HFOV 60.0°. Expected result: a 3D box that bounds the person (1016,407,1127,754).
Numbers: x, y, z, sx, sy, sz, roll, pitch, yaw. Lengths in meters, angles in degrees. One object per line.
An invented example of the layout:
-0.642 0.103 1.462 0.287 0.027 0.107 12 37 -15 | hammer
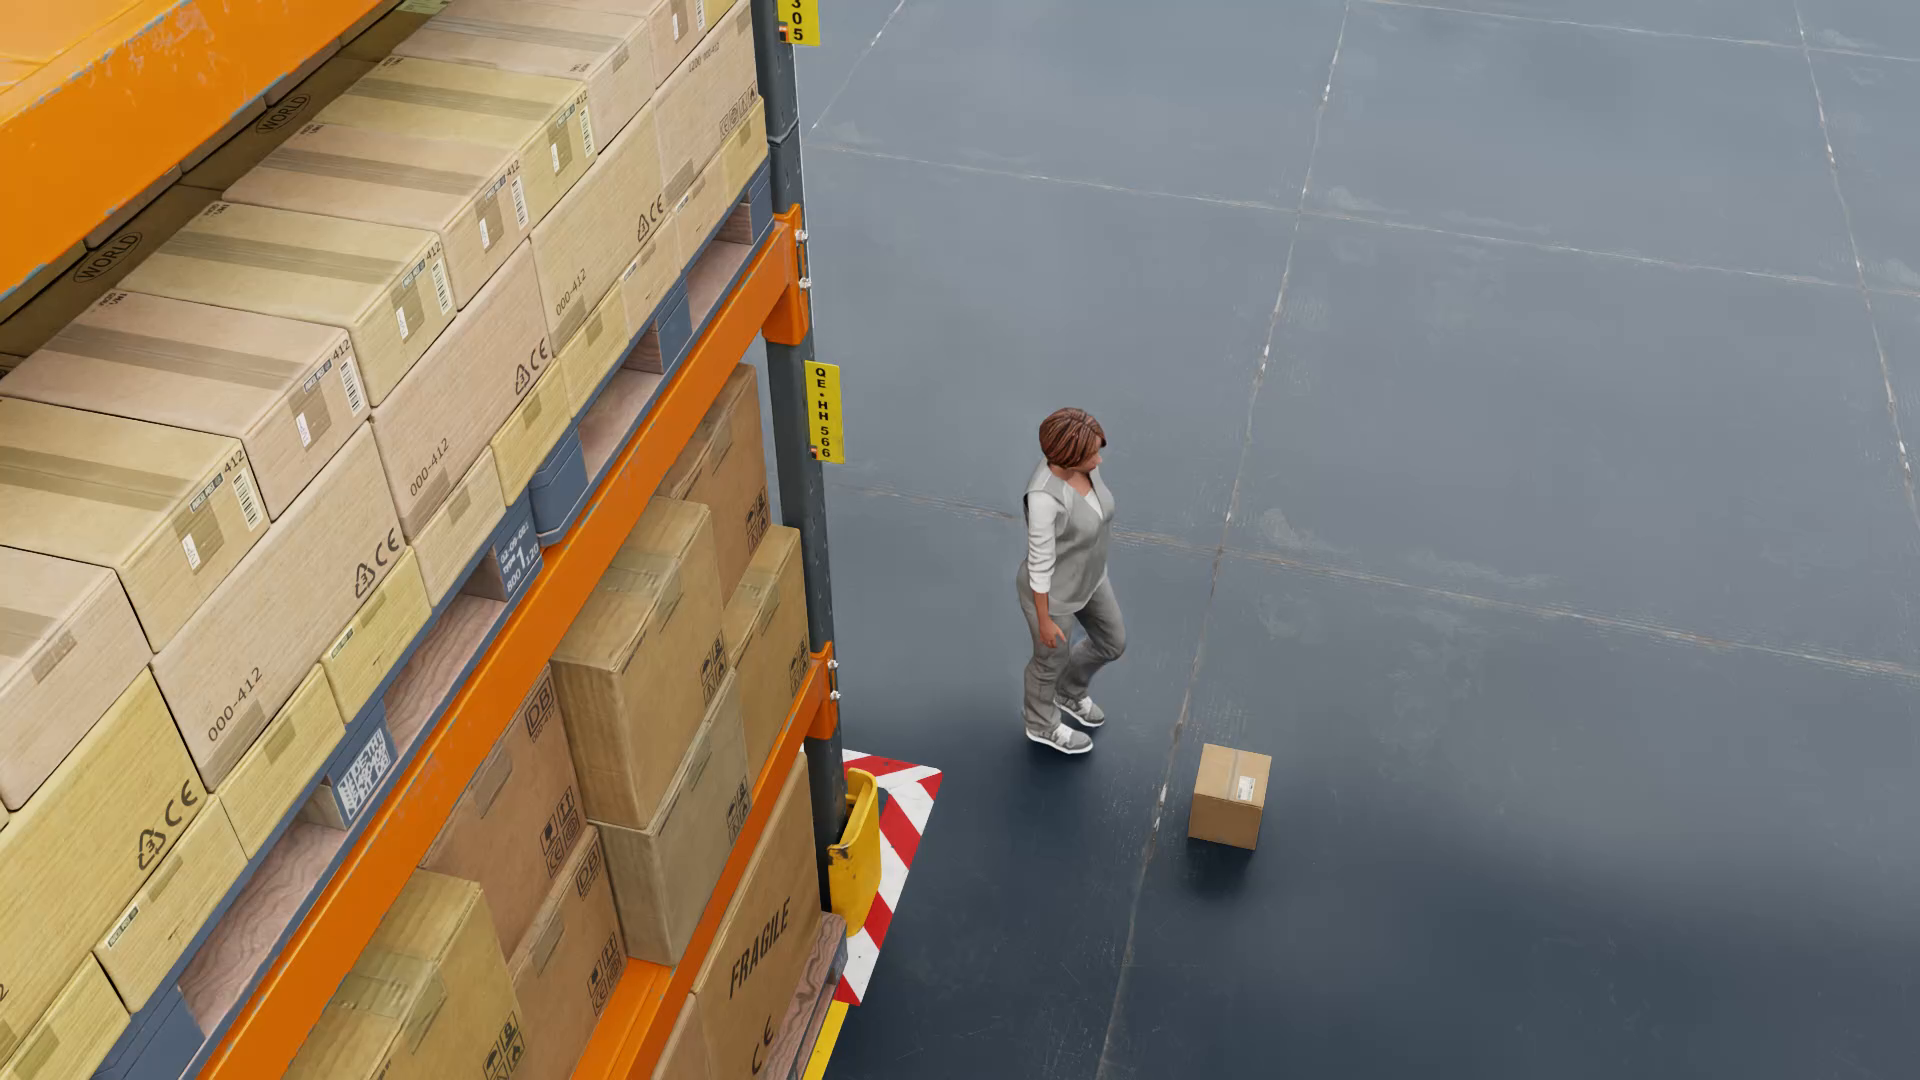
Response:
0.391 0.191 5.950 0.372 1.610 0.423 22 46 23 | person
